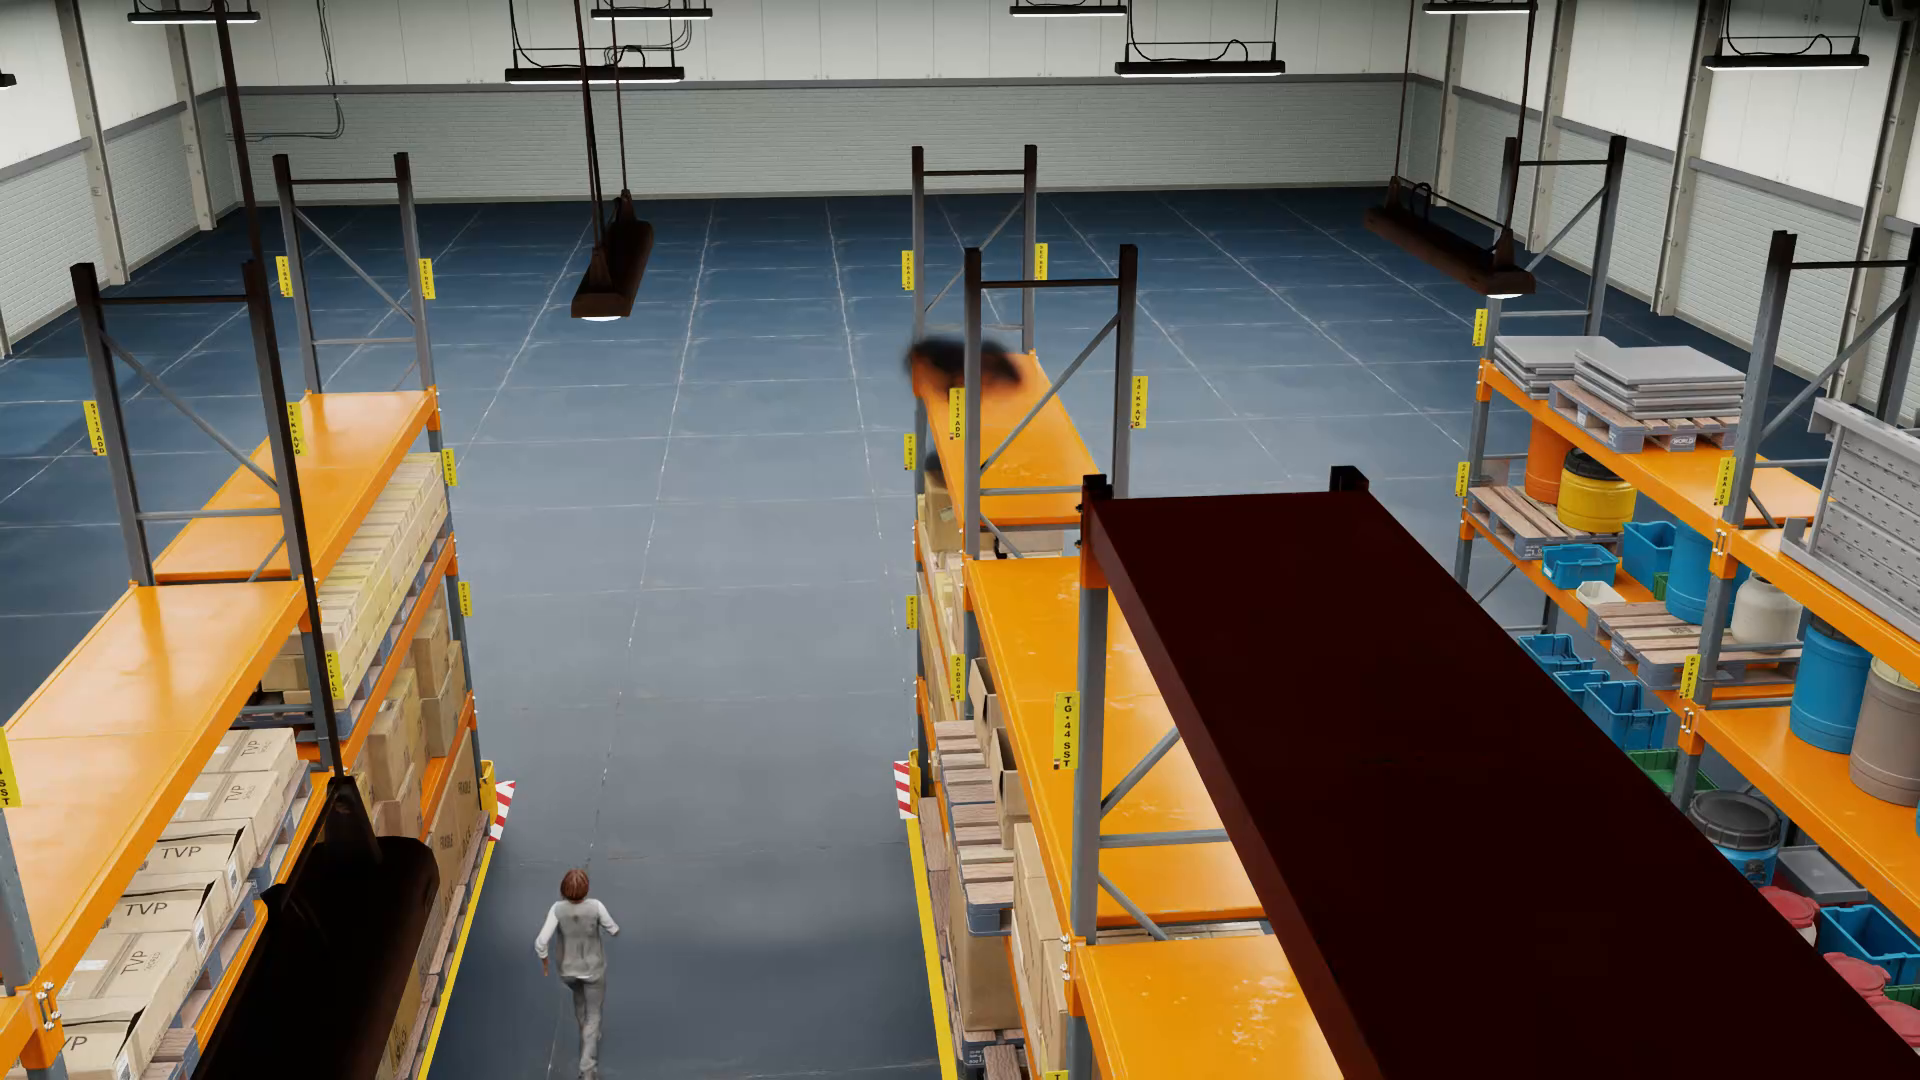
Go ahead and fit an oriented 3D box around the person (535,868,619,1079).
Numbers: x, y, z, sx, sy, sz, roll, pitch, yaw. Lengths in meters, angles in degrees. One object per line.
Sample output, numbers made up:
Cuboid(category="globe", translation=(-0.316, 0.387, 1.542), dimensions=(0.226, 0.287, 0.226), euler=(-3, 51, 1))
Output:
Cuboid(category="person", translation=(-2.662, 3.056, 11.701), dimensions=(0.527, 1.626, 0.823), euler=(0, 22, -1))
